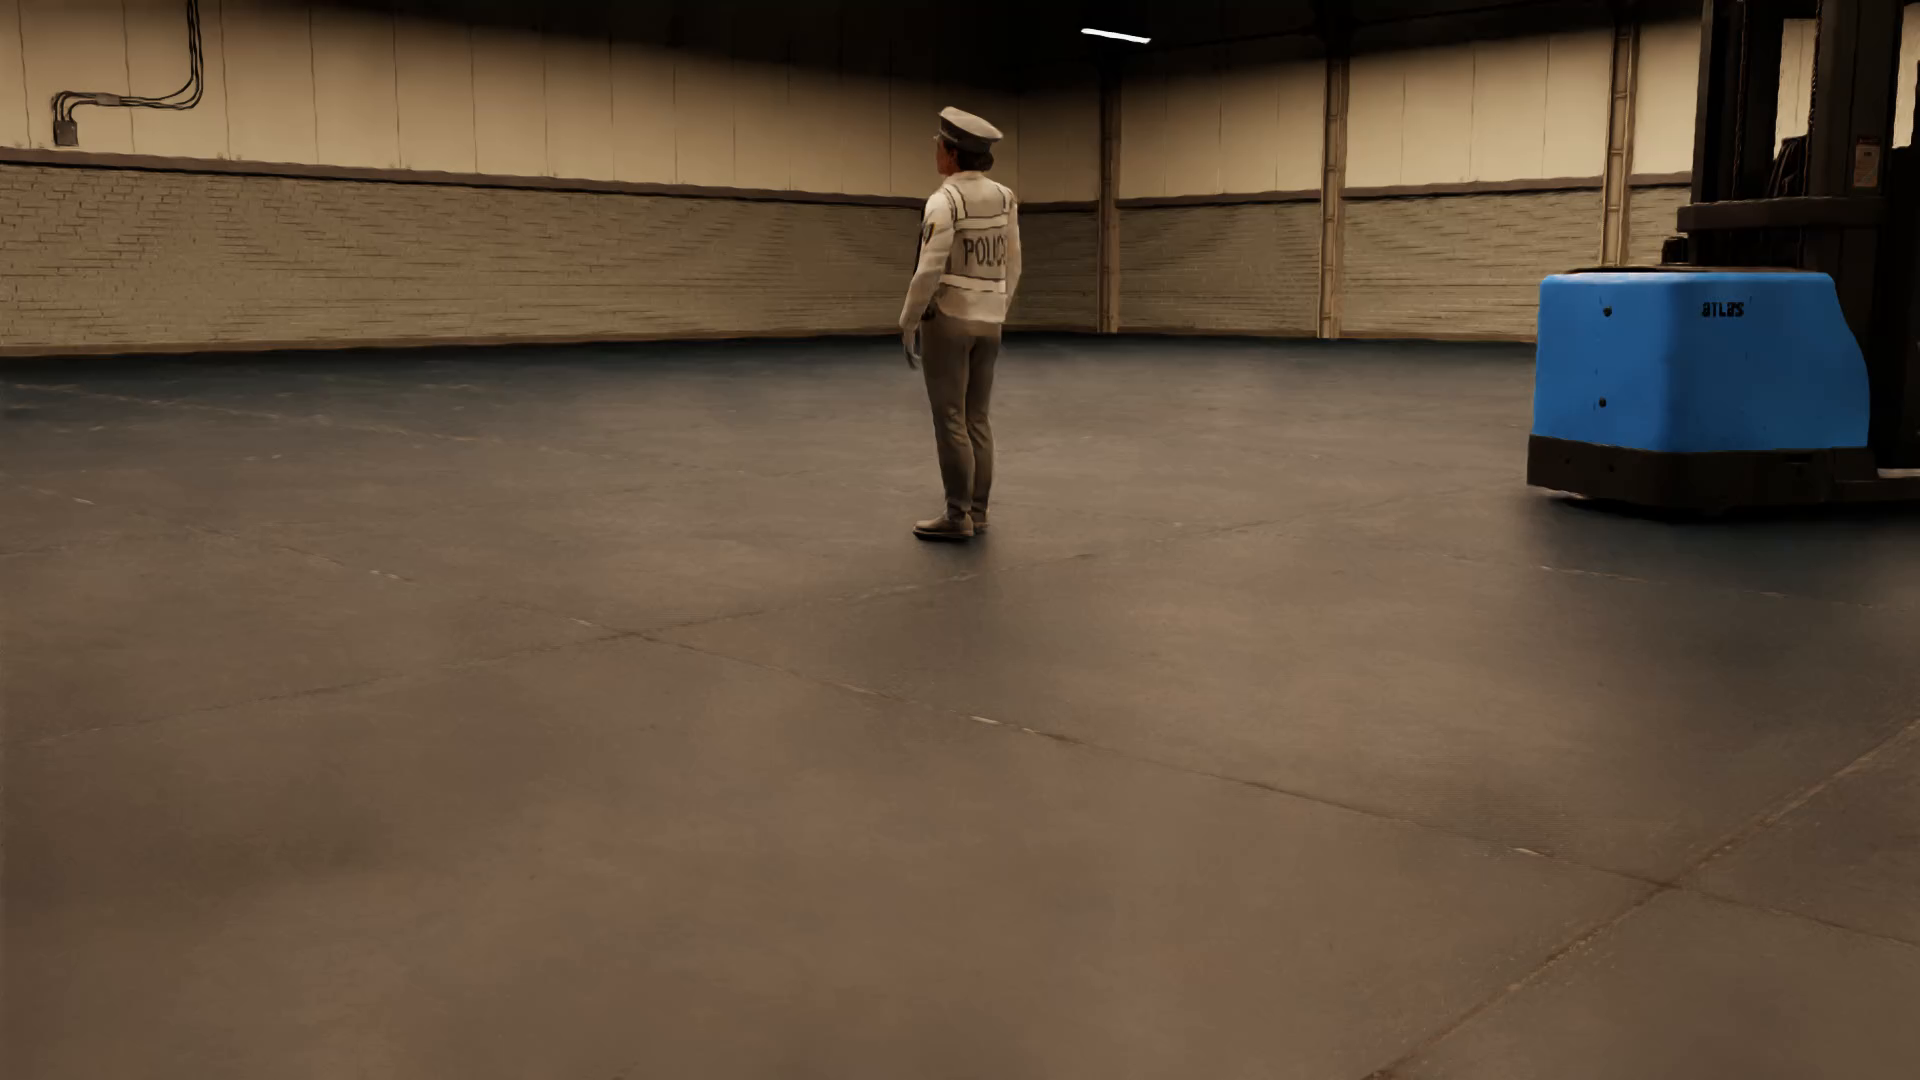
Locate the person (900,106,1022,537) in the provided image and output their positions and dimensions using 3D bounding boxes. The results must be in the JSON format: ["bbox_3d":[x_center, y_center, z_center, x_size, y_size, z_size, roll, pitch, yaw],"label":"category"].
[{"bbox_3d":[-0.044,-0.853,6.642,0.532,1.695,0.586,8,12,43],"label":"person"}]

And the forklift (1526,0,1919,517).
[{"bbox_3d":[4.314,-1.650,7.831,3.031,2.935,1.130,-3,9,-17],"label":"forklift"}]
